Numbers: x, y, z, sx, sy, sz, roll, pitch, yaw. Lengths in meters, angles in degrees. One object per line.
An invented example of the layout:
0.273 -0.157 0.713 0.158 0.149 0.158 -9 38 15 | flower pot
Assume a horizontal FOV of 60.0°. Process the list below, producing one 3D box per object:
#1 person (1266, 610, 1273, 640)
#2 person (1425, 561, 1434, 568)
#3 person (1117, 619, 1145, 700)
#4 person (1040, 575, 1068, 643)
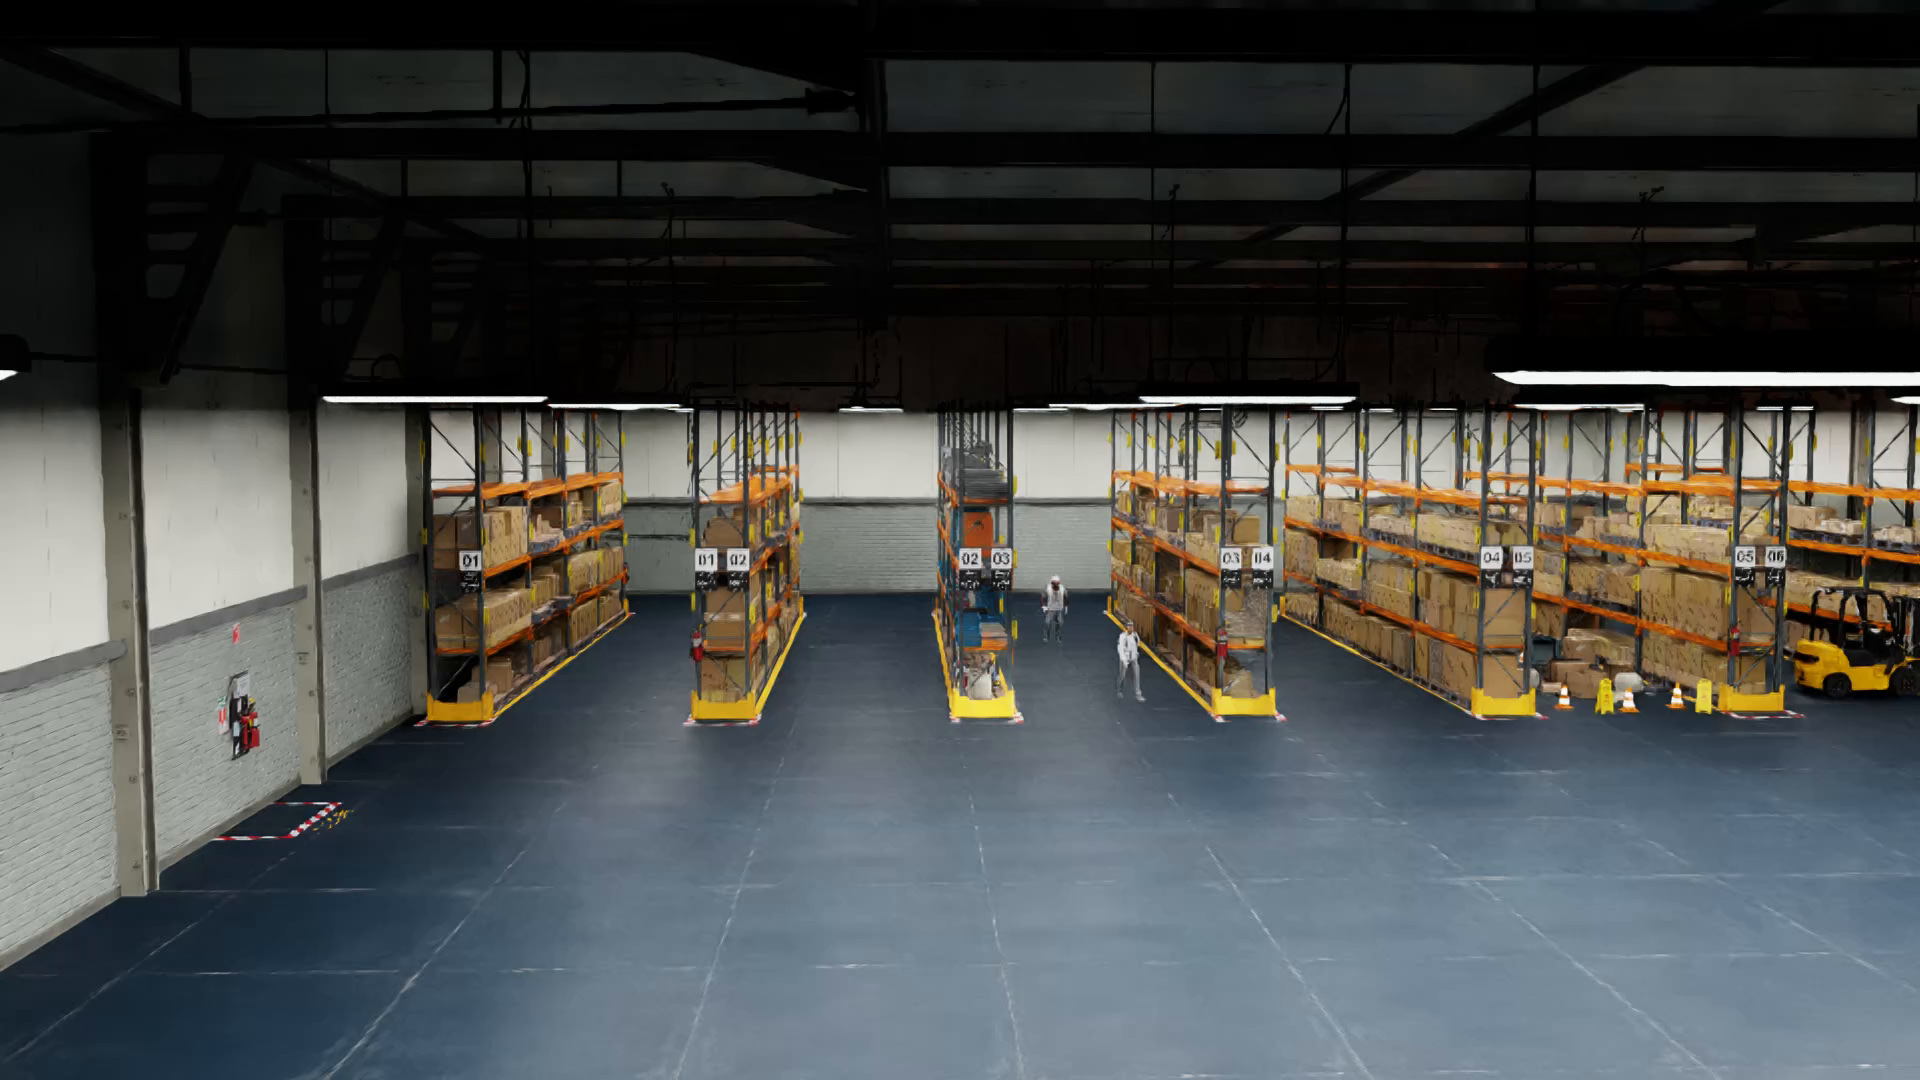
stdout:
7.664 1.712 42.152 0.454 1.589 1.088 0 4 1 | person
13.308 1.330 47.023 0.491 1.644 0.575 -1 4 -12 | person
3.373 2.374 33.244 0.483 1.615 0.993 -1 4 -10 | person
2.343 1.727 41.337 0.689 1.735 0.549 0 4 -4 | person
